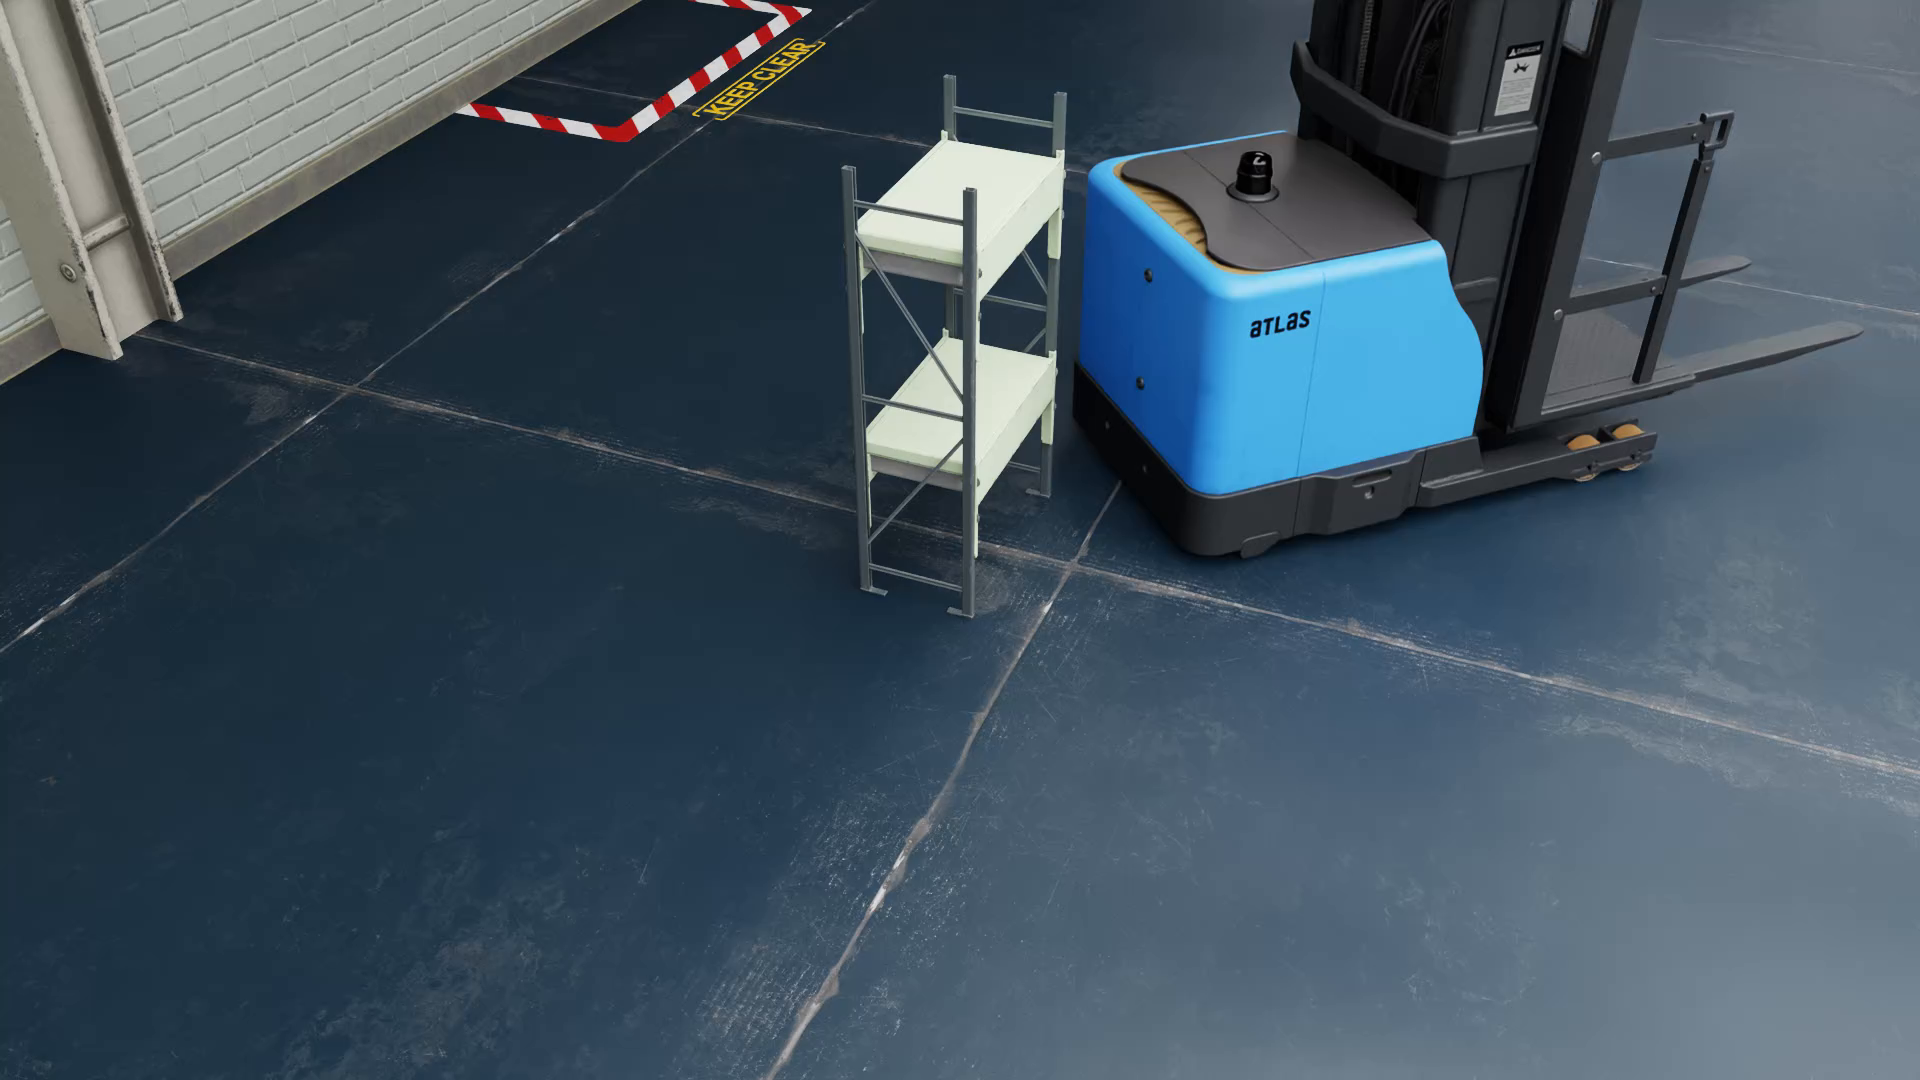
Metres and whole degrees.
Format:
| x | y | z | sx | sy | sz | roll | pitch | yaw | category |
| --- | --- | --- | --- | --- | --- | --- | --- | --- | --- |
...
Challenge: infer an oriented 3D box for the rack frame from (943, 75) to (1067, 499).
| x | y | z | sx | sy | sz | roll | pitch | yaw | category |
| --- | --- | --- | --- | --- | --- | --- | --- | --- | --- |
| 0.137 | -0.800 | 5.567 | 0.400 | 1.500 | 0.023 | 14 | 39 | 18 | rack frame |

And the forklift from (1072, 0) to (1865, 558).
| x | y | z | sx | sy | sz | roll | pitch | yaw | category |
| --- | --- | --- | --- | --- | --- | --- | --- | --- | --- |
| 1.992 | -1.667 | 5.532 | 3.031 | 2.935 | 1.130 | -13 | 39 | -17 | forklift |

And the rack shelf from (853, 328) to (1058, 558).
| x | y | z | sx | sy | sz | roll | pitch | yaw | category |
| --- | --- | --- | --- | --- | --- | --- | --- | --- | --- |
| -0.003 | -0.336 | 5.491 | 0.431 | 0.370 | 0.720 | 14 | 39 | 18 | rack shelf |

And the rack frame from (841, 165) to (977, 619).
| x | y | z | sx | sy | sz | roll | pitch | yaw | category |
| --- | --- | --- | --- | --- | --- | --- | --- | --- | --- |
| -0.142 | -0.394 | 5.025 | 0.400 | 1.500 | 0.023 | 14 | 39 | 18 | rack frame |

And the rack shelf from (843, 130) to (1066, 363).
| x | y | z | sx | sy | sz | roll | pitch | yaw | category |
| --- | --- | --- | --- | --- | --- | --- | --- | --- | --- |
| -0.003 | -0.910 | 5.062 | 0.431 | 0.370 | 0.720 | 14 | 39 | 18 | rack shelf |

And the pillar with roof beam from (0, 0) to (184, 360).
| x | y | z | sx | sy | sz | roll | pitch | yaw | category |
| --- | --- | --- | --- | --- | --- | --- | --- | --- | --- |
| 0.494 | -3.494 | 2.908 | 9.100 | 9.000 | 0.400 | 14 | 39 | 18 | pillar with roof beam |

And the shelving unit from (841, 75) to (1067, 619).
| x | y | z | sx | sy | sz | roll | pitch | yaw | category |
| --- | --- | --- | --- | --- | --- | --- | --- | --- | --- |
| -0.003 | -0.597 | 5.296 | 0.431 | 1.500 | 0.755 | 14 | 39 | 18 | shelving unit |
